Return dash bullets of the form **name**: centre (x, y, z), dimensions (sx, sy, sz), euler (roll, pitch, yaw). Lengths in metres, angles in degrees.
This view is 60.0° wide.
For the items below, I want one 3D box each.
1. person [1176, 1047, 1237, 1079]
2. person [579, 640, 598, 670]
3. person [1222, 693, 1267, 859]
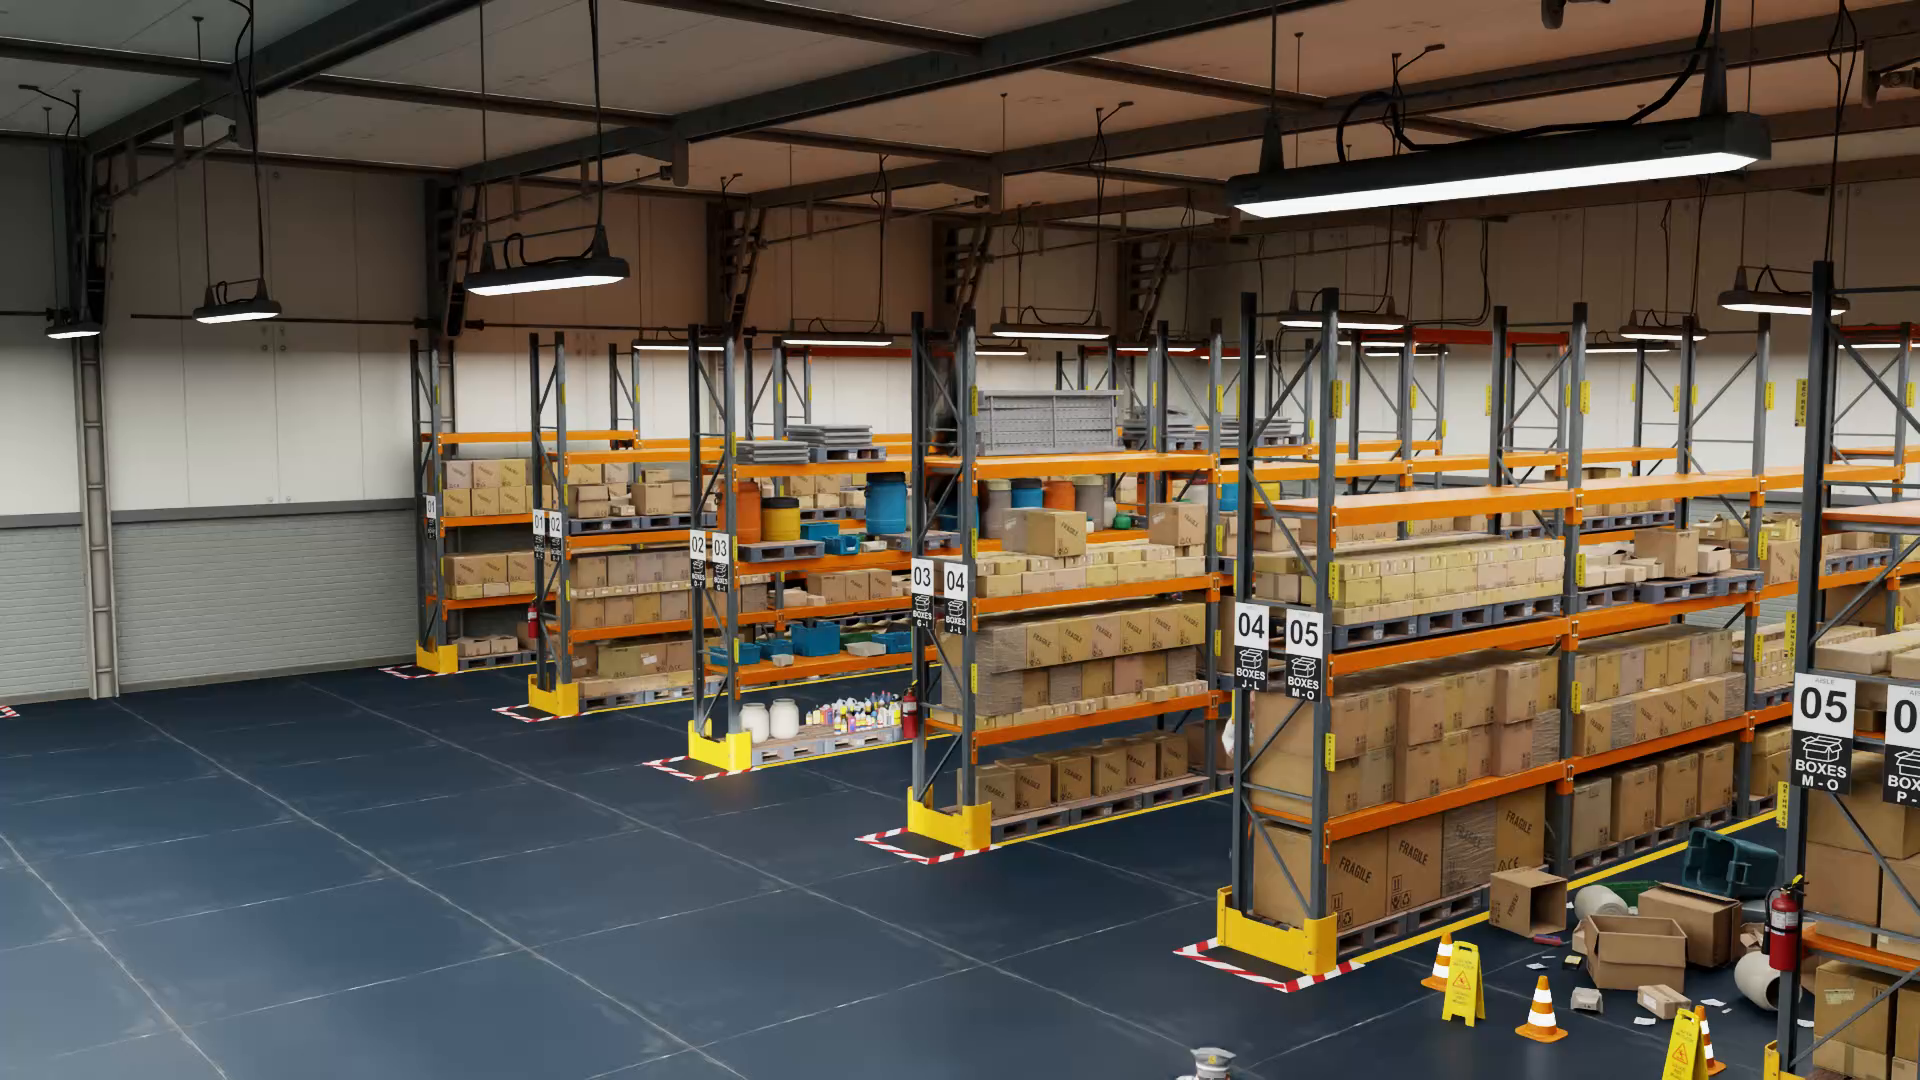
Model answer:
- **person**: centre (1.411, 3.504, 9.161), dimensions (0.663, 1.716, 0.865), euler (1, 5, 10)
- **person**: centre (-6.536, 1.695, 28.880), dimensions (0.508, 1.598, 0.662), euler (5, 7, 42)
- **person**: centre (3.273, 2.567, 18.534), dimensions (0.734, 1.782, 1.106), euler (3, 6, 30)
